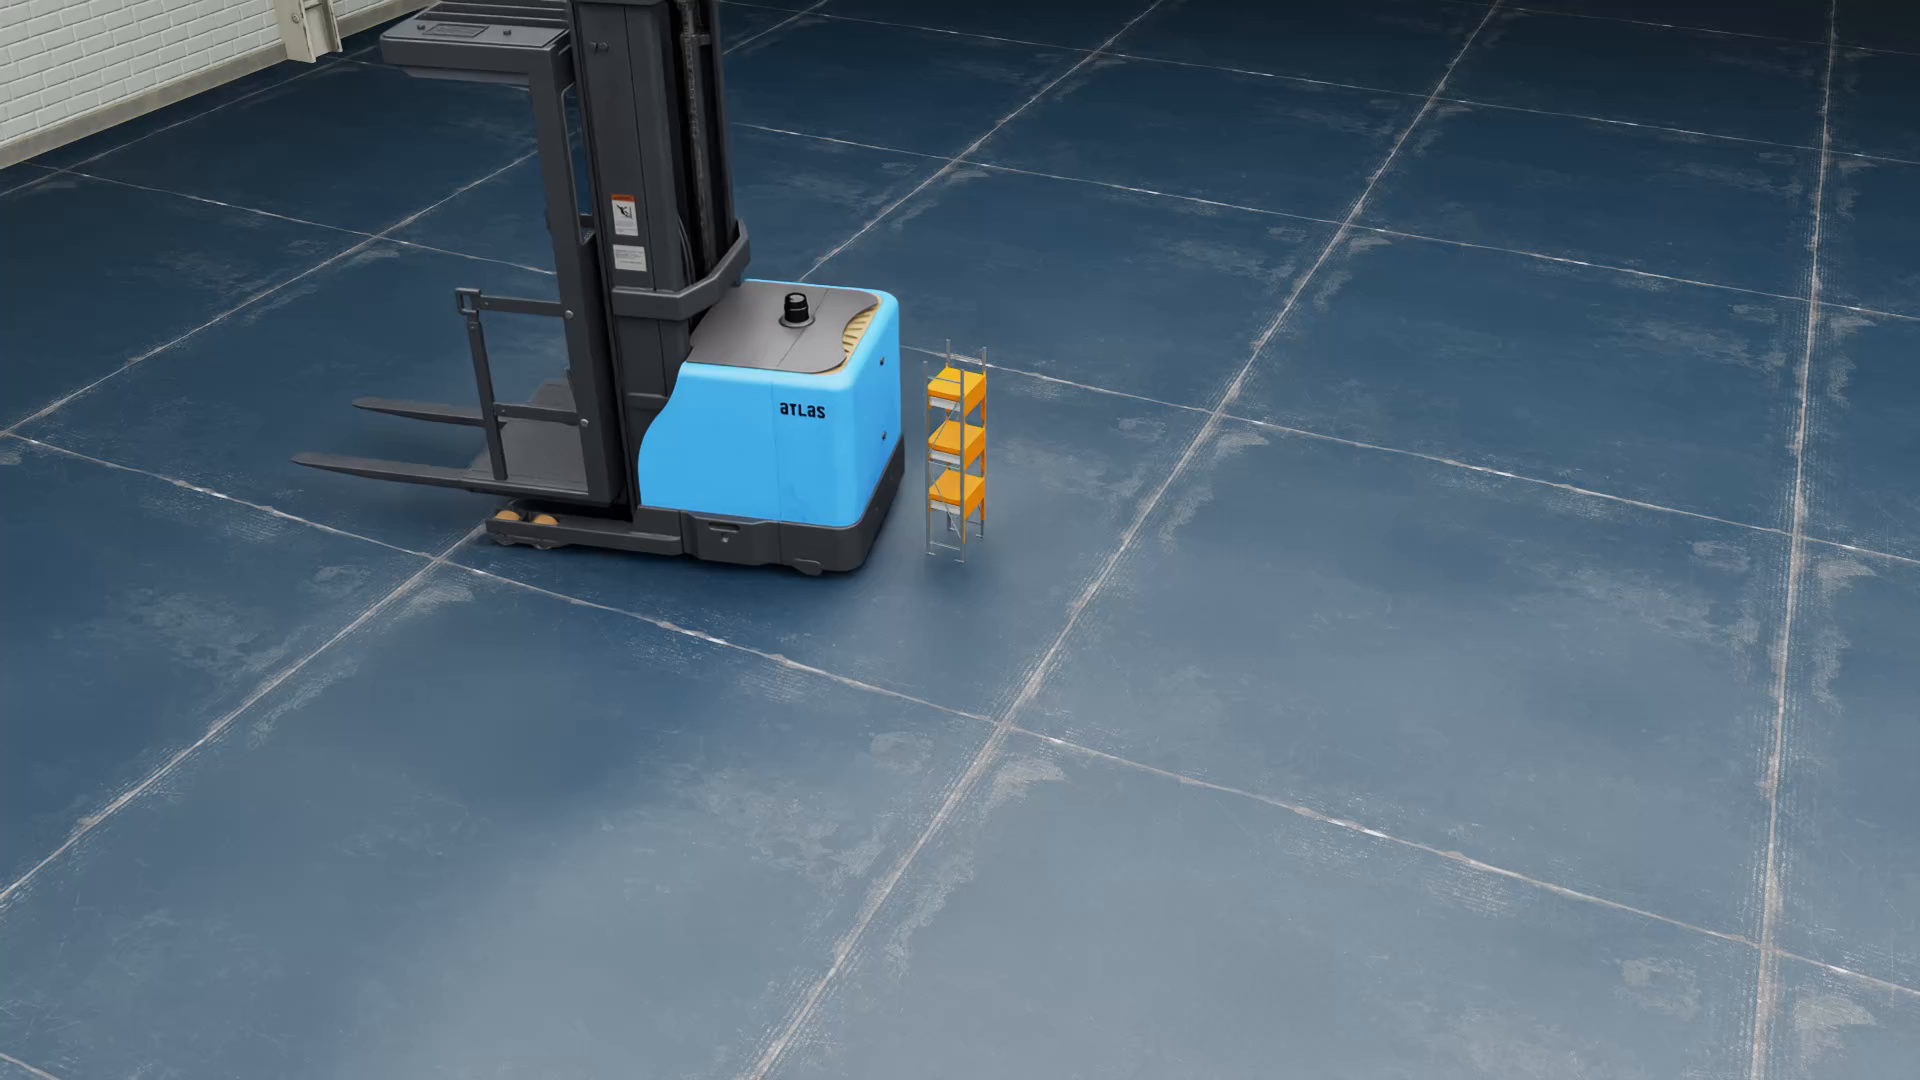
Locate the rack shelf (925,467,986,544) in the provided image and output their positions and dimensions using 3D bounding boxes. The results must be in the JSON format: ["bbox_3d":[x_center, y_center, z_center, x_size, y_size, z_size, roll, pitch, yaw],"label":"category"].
[{"bbox_3d":[-0.022,-0.171,8.080,0.215,0.259,0.240,14,36,20],"label":"rack shelf"}]

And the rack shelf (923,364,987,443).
[{"bbox_3d":[-0.022,-0.641,7.772,0.215,0.259,0.240,14,36,20],"label":"rack shelf"}]

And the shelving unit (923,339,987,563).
[{"bbox_3d":[-0.022,-0.412,7.921,0.215,1.050,0.252,14,36,20],"label":"shelving unit"}]

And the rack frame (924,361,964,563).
[{"bbox_3d":[-0.073,-0.352,7.829,0.200,1.050,0.008,14,36,20],"label":"rack frame"}]

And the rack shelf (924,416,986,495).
[{"bbox_3d":[-0.022,-0.404,7.927,0.215,0.259,0.240,14,36,20],"label":"rack shelf"}]

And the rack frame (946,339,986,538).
[{"bbox_3d":[0.029,-0.473,8.014,0.200,1.050,0.008,14,36,20],"label":"rack frame"}]

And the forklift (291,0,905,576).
[{"bbox_3d":[-1.859,-1.456,7.797,3.031,2.935,1.130,6,34,10],"label":"forklift"}]

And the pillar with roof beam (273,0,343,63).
[{"bbox_3d":[-1.864,-7.118,10.898,9.100,9.000,0.400,14,36,20],"label":"pillar with roof beam"}]
